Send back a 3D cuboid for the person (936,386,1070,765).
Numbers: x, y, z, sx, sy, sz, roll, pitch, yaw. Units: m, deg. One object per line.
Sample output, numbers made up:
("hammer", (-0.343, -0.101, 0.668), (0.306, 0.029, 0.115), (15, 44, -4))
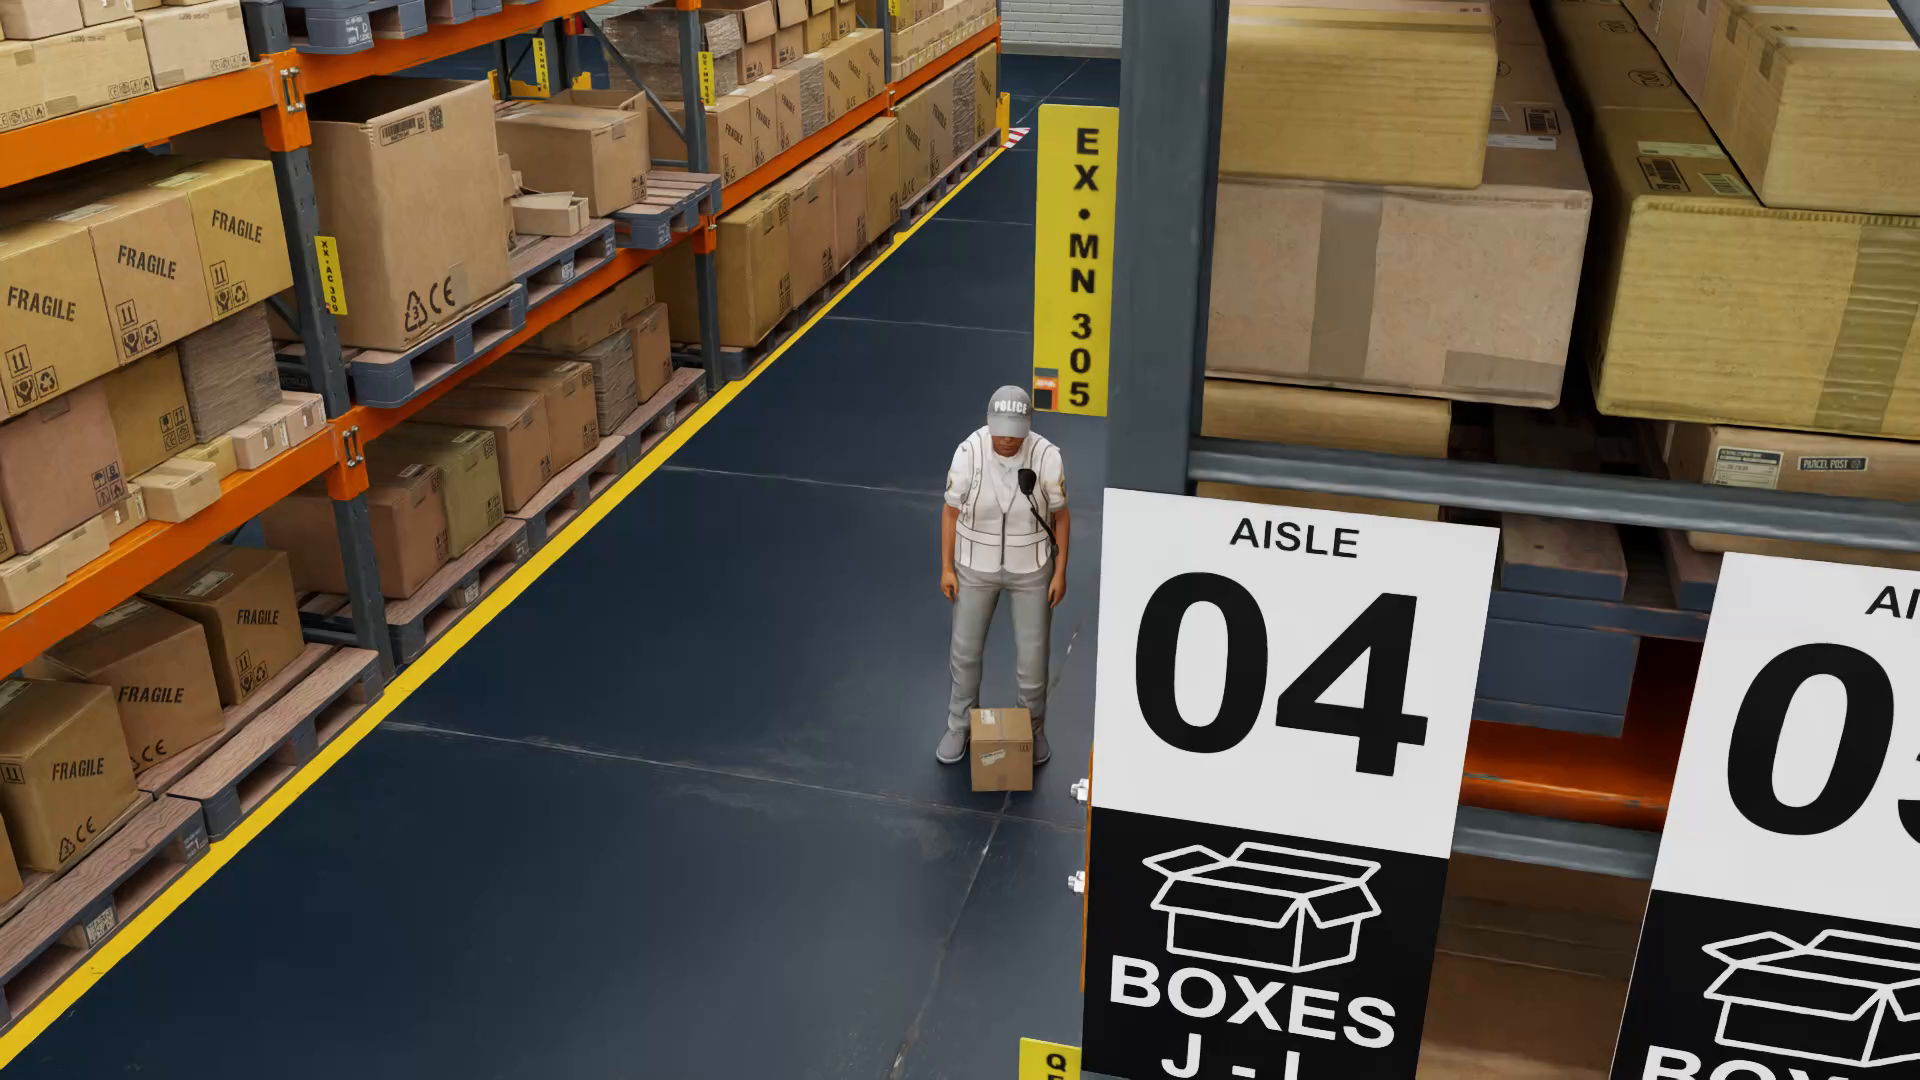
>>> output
("person", (0.174, 0.137, 6.814), (0.539, 1.666, 0.465), (2, 26, 4))
